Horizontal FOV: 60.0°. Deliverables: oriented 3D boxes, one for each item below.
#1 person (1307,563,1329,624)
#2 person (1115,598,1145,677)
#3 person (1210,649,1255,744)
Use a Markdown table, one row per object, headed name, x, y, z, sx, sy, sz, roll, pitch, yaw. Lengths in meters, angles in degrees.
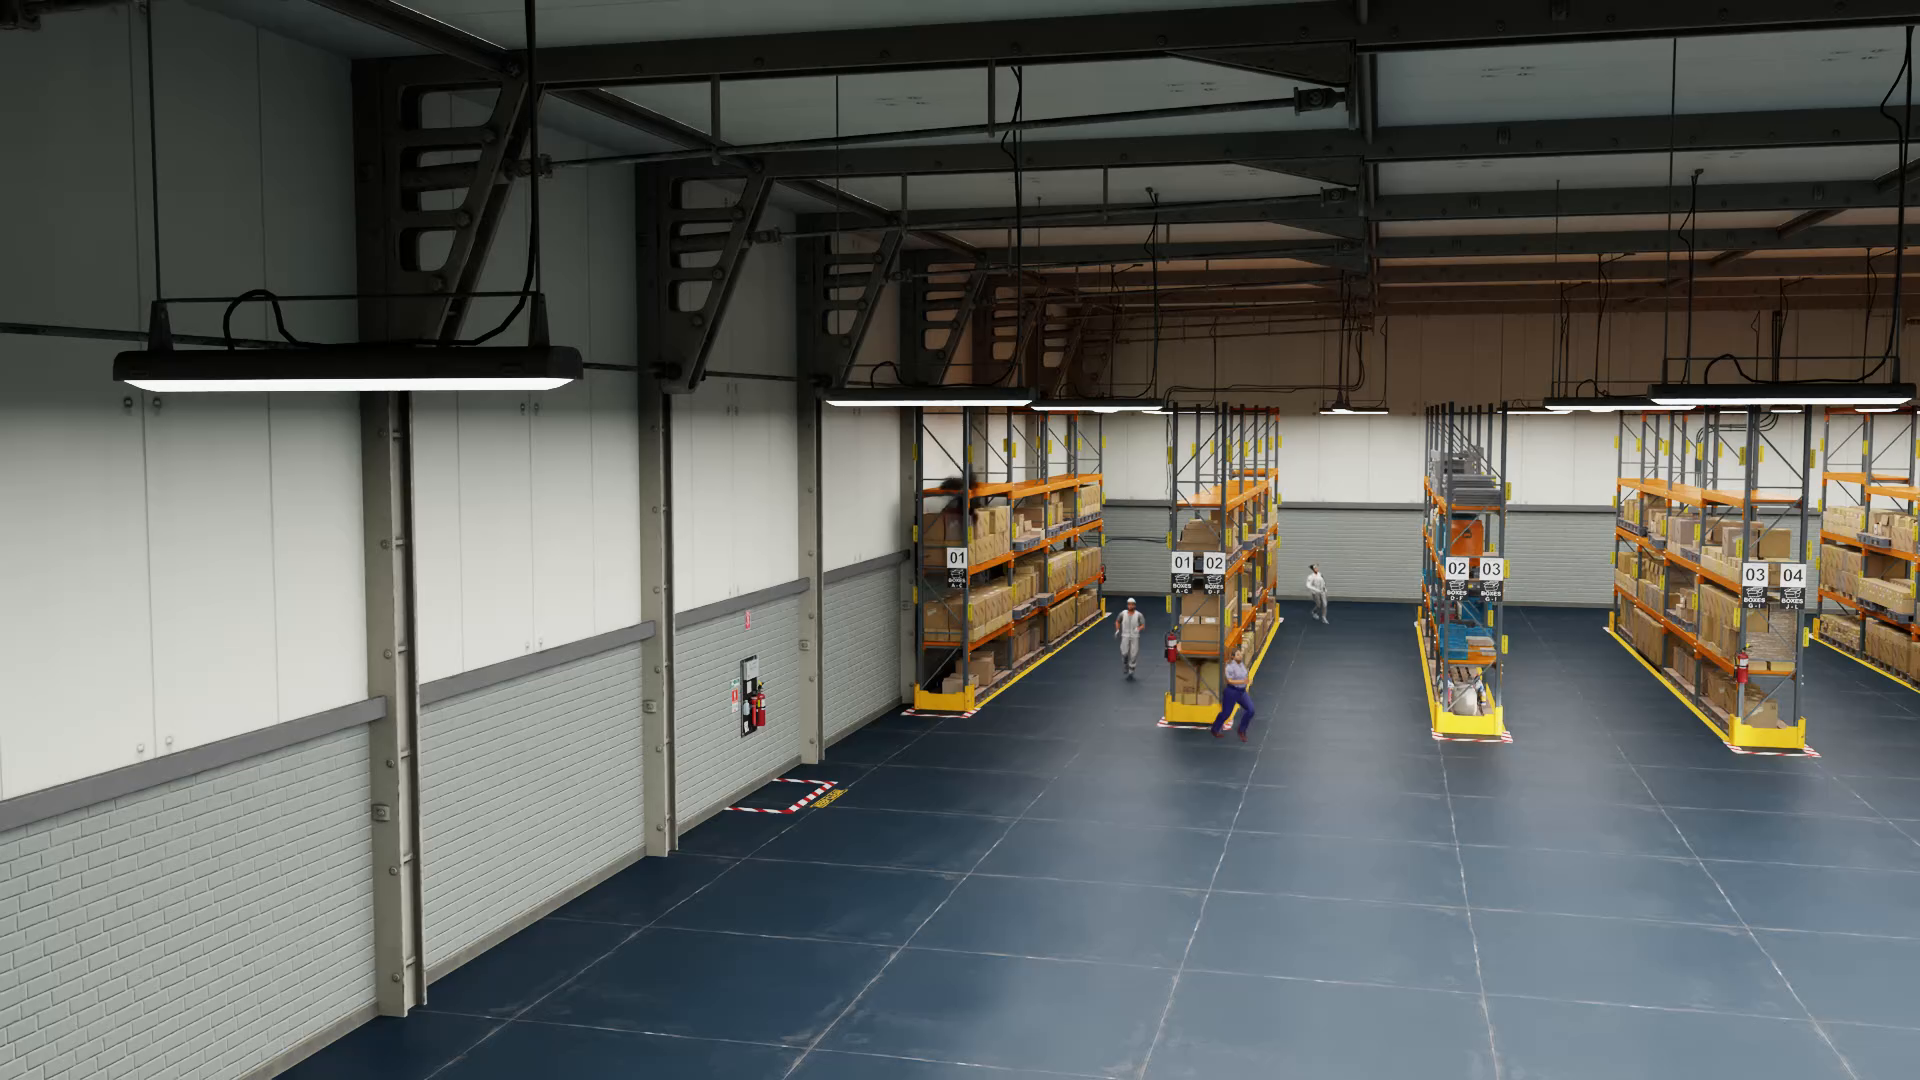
| name | x | y | z | sx | sy | sz | roll | pitch | yaw |
| --- | --- | --- | --- | --- | --- | --- | --- | --- | --- |
| person | 9.953 | 1.485 | 46.284 | 0.651 | 1.678 | 0.743 | -2 | 5 | -22 |
| person | 3.720 | 2.147 | 36.435 | 0.664 | 1.739 | 0.603 | 1 | 4 | 9 |
| person | 4.835 | 2.769 | 29.218 | 0.611 | 1.588 | 0.854 | -4 | 6 | -41 |
